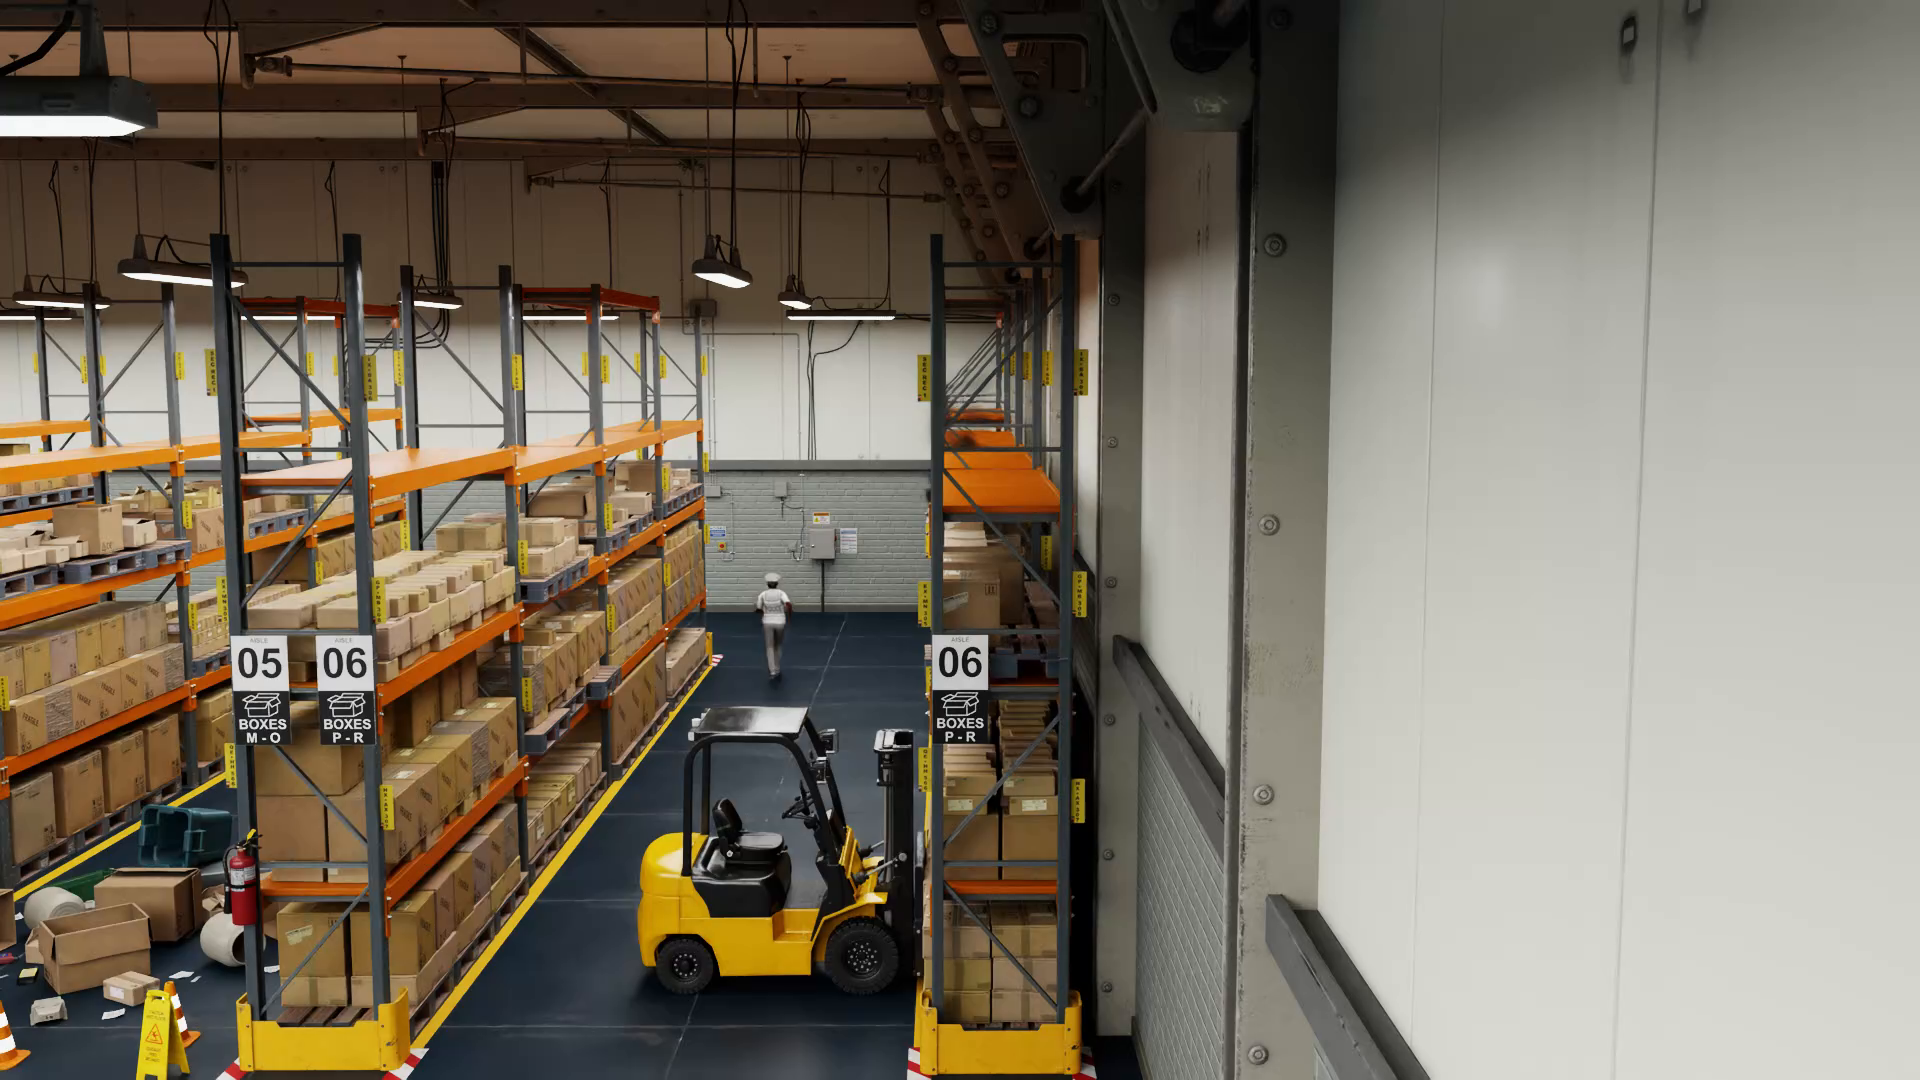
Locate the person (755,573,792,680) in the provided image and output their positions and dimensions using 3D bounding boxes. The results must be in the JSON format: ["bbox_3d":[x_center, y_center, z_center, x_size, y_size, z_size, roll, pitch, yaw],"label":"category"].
[{"bbox_3d":[-2.963,1.400,26.431,0.547,1.738,0.846,-1,6,-13],"label":"person"}]
